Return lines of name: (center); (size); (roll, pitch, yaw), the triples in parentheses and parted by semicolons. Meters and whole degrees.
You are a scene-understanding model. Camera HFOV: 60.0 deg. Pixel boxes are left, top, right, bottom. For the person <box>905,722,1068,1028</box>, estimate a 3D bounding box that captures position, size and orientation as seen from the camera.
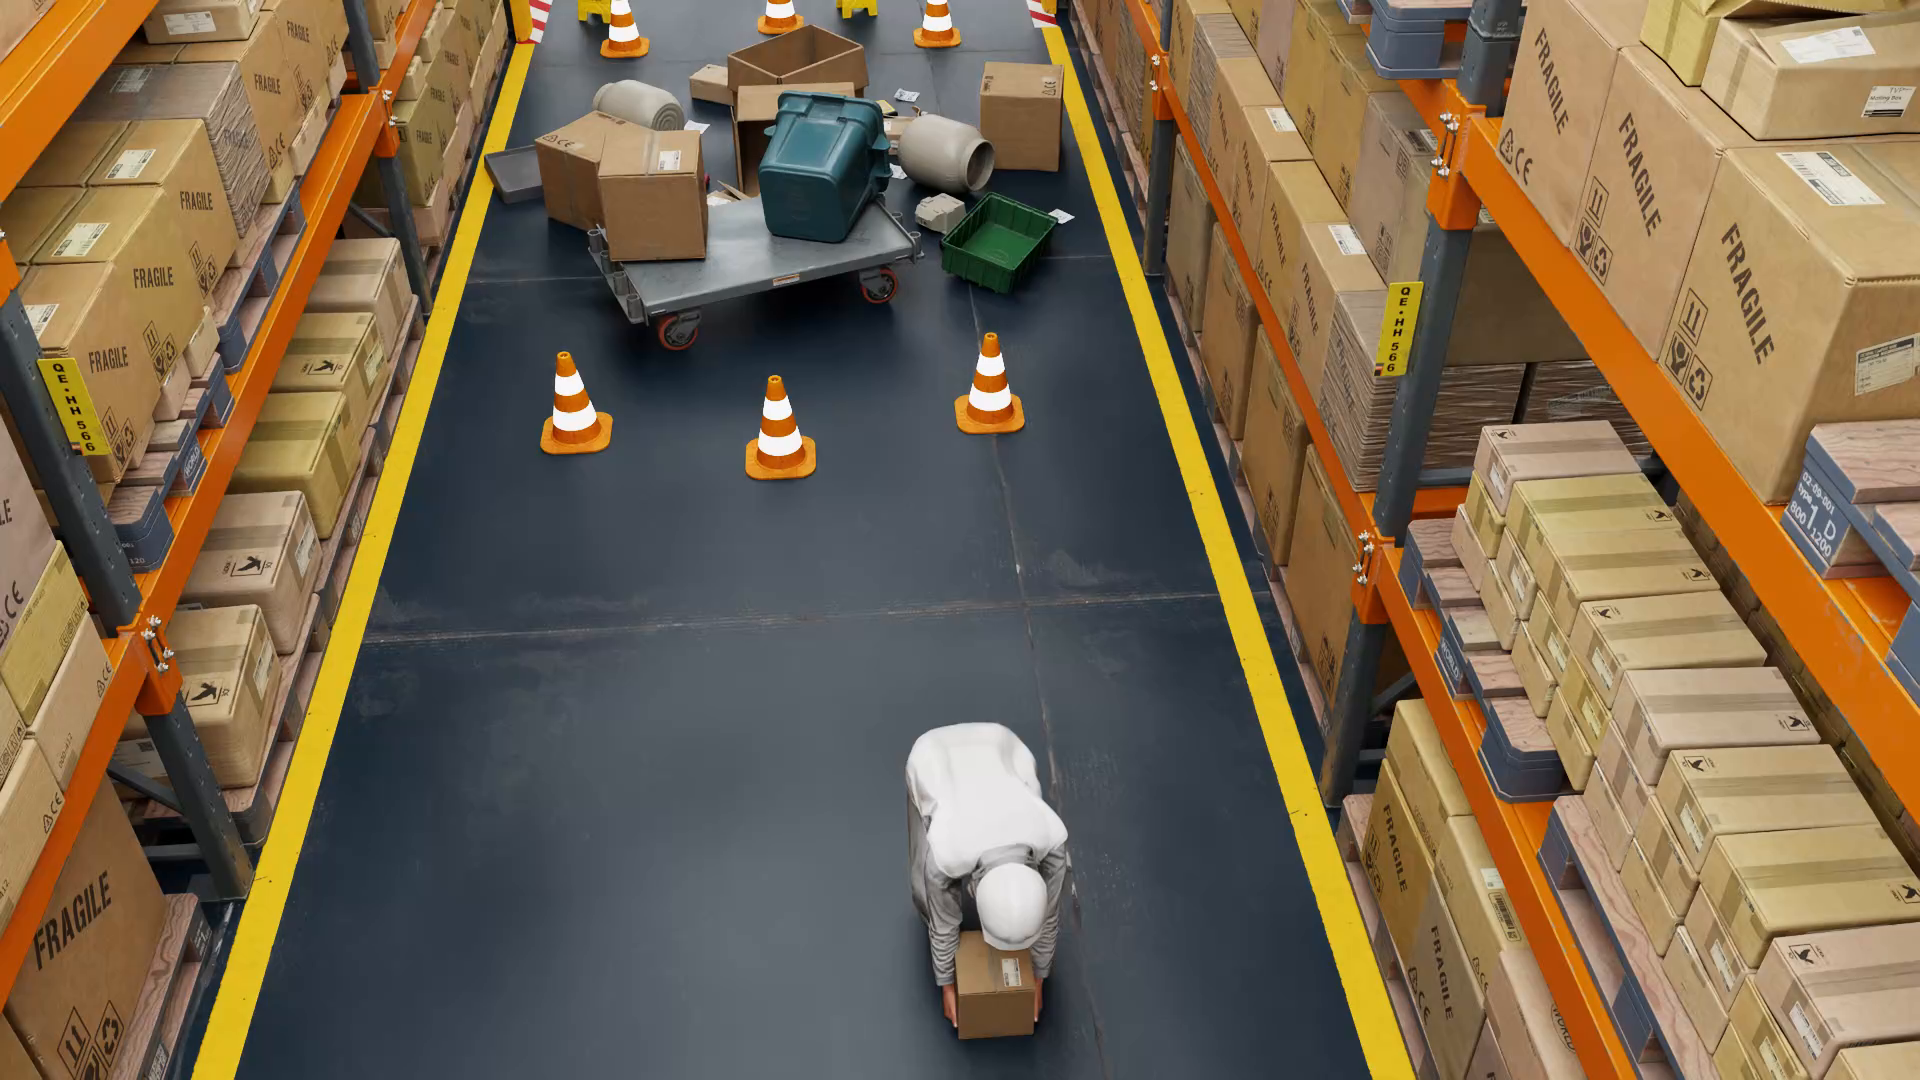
person: (0.083, 1.106, 5.579); (0.508, 0.791, 0.983); (-4, 39, -5)
